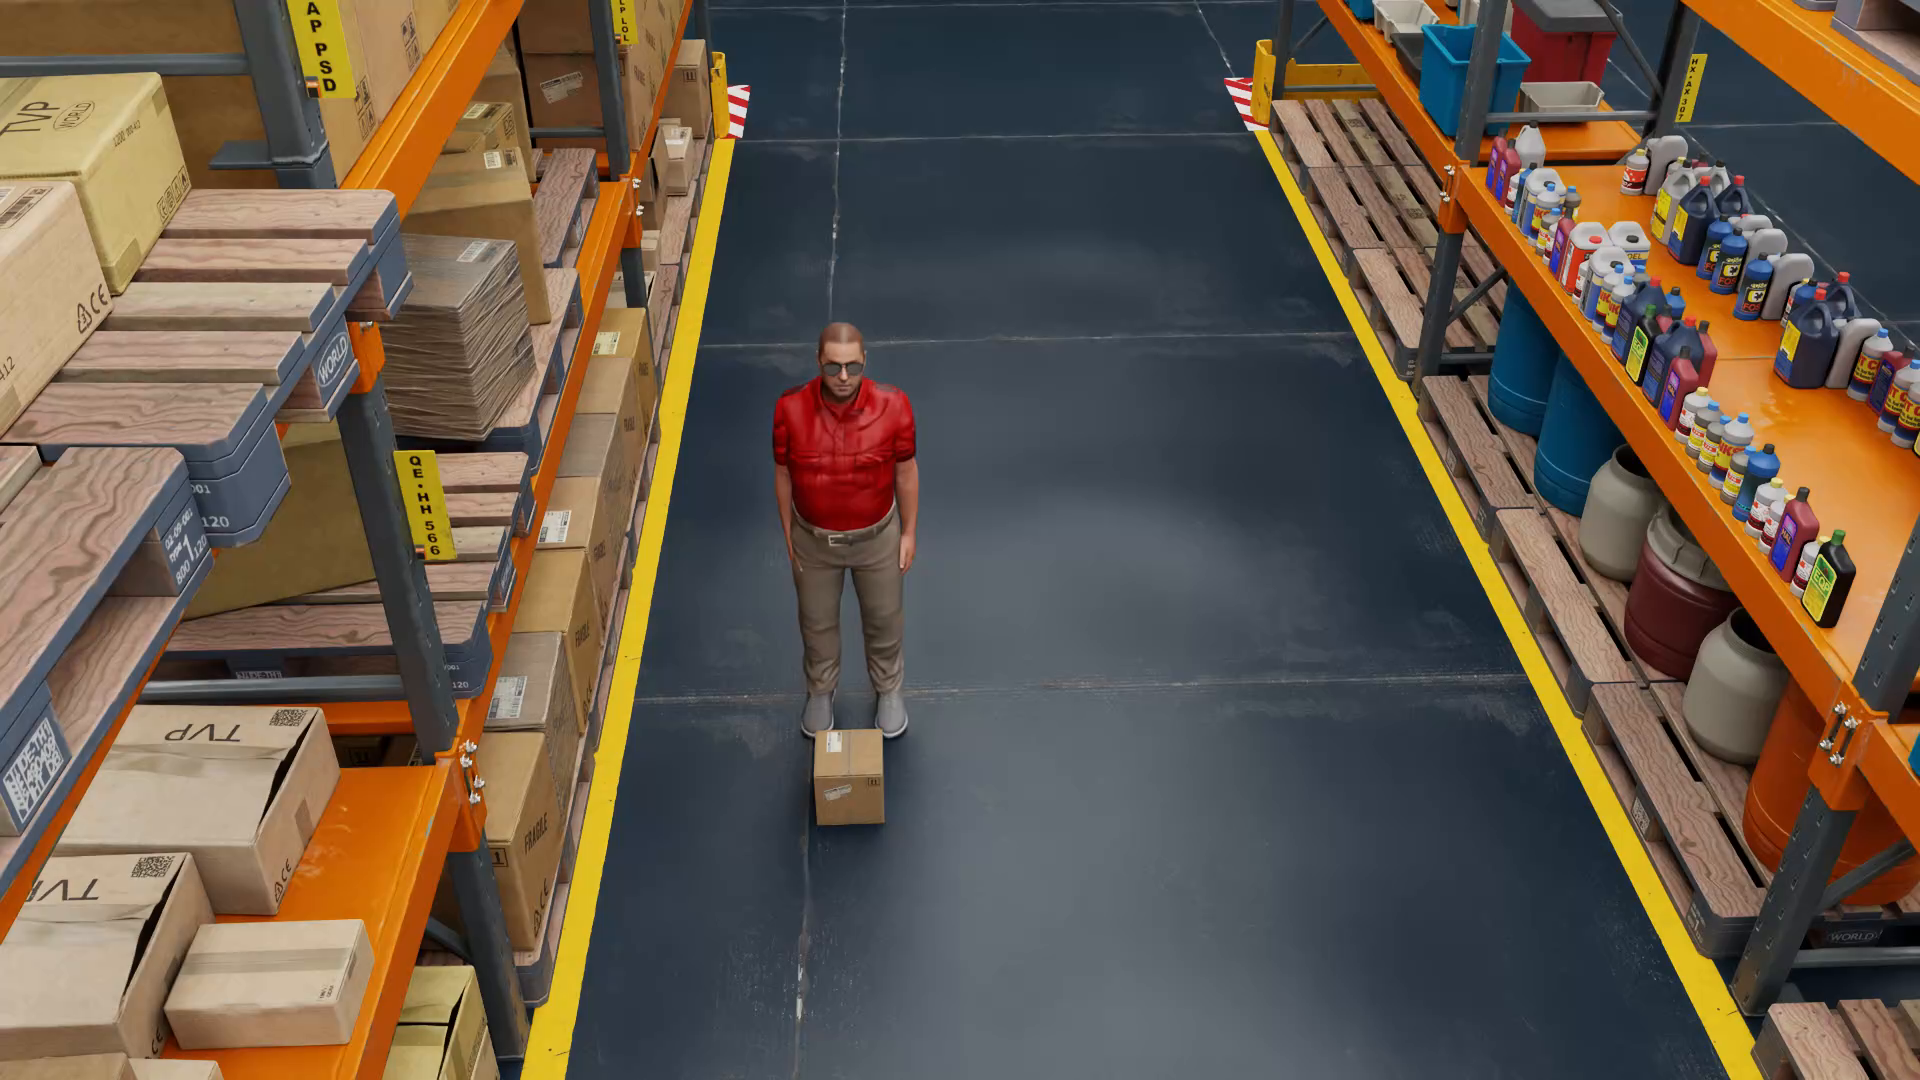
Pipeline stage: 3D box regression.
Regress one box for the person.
[{"bbox_3d":[-0.413,-0.003,6.168,0.528,1.727,0.362,0,35,-1],"label":"person"}]
